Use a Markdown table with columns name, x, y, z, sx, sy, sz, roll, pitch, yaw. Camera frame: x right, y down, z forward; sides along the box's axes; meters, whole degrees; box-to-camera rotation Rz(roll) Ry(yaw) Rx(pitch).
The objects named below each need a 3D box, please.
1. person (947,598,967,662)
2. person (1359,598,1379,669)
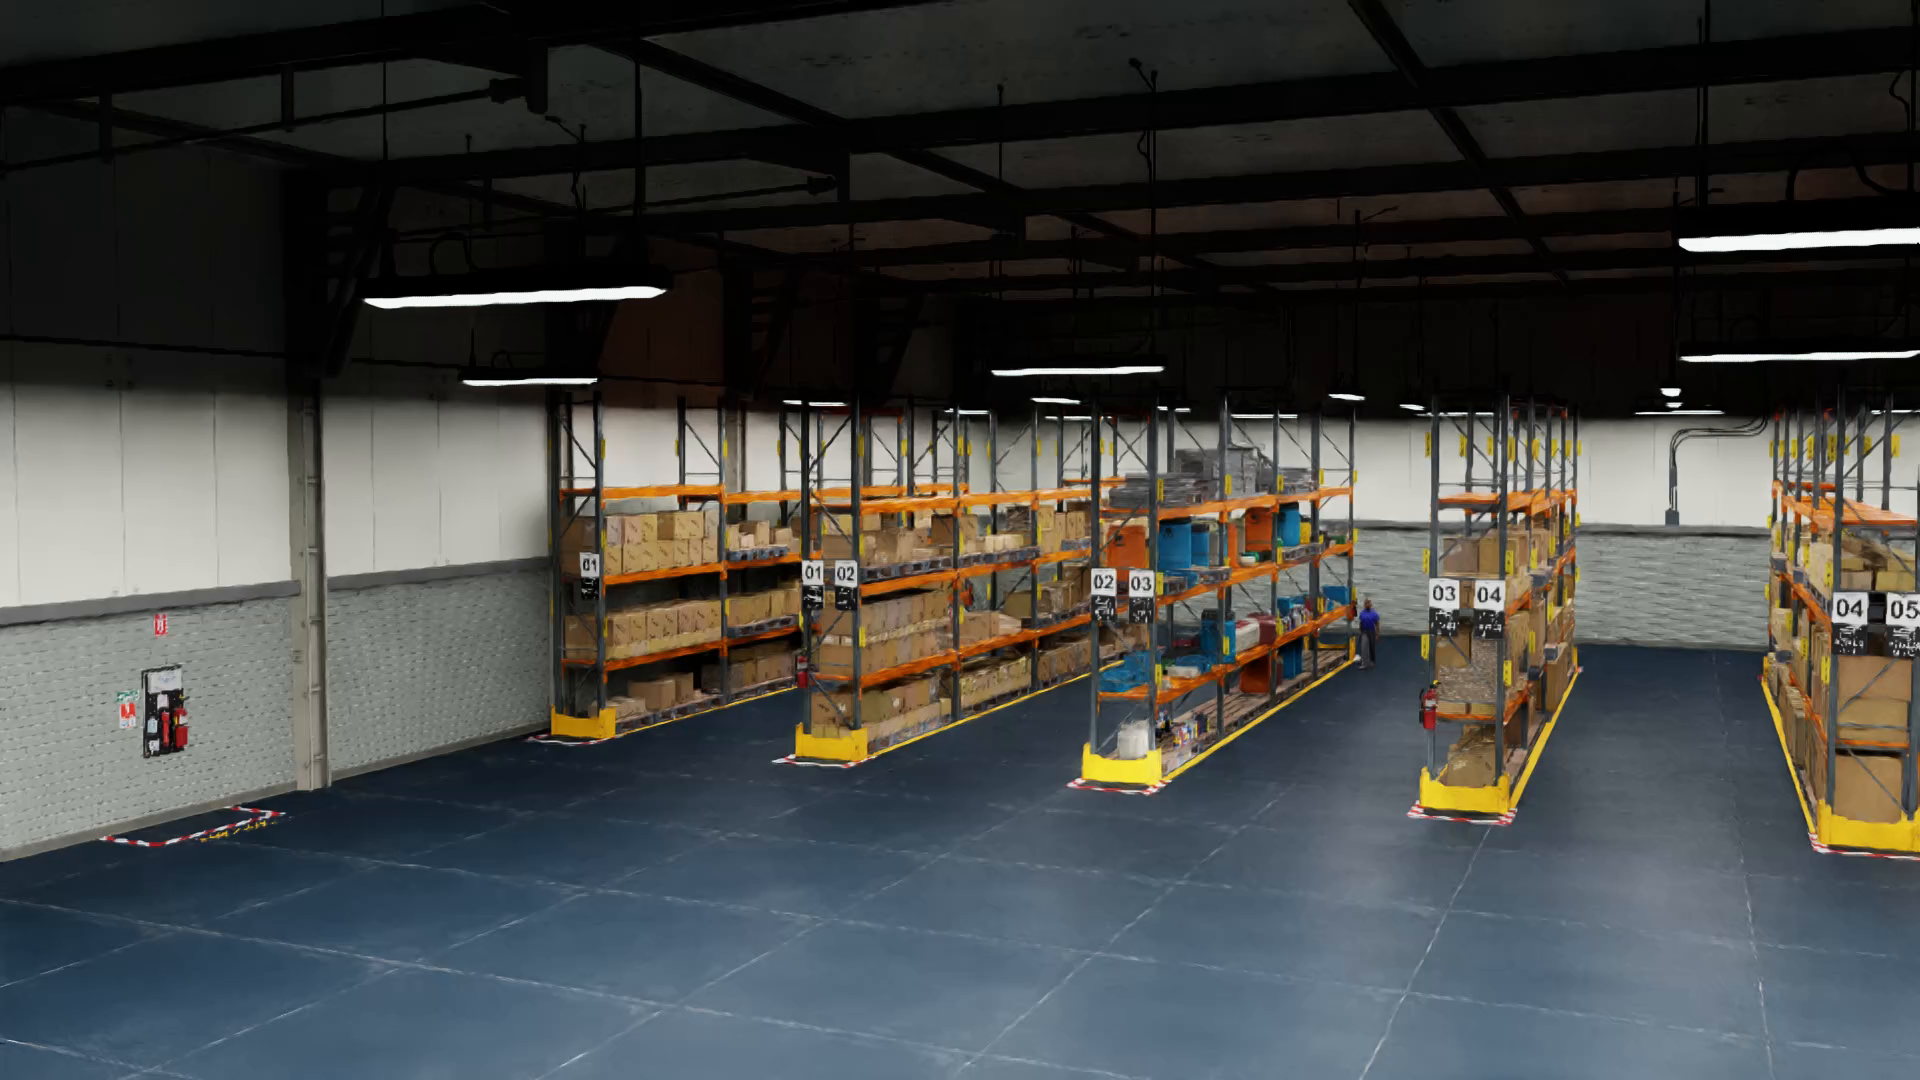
| name | x | y | z | sx | sy | sz | roll | pitch | yaw |
| --- | --- | --- | --- | --- | --- | --- | --- | --- | --- |
| person | -0.074 | 2.093 | 36.942 | 0.553 | 1.709 | 1.123 | 2 | 3 | 25 |
| person | 9.277 | 2.124 | 37.689 | 0.461 | 1.580 | 0.989 | 1 | 3 | 22 |
